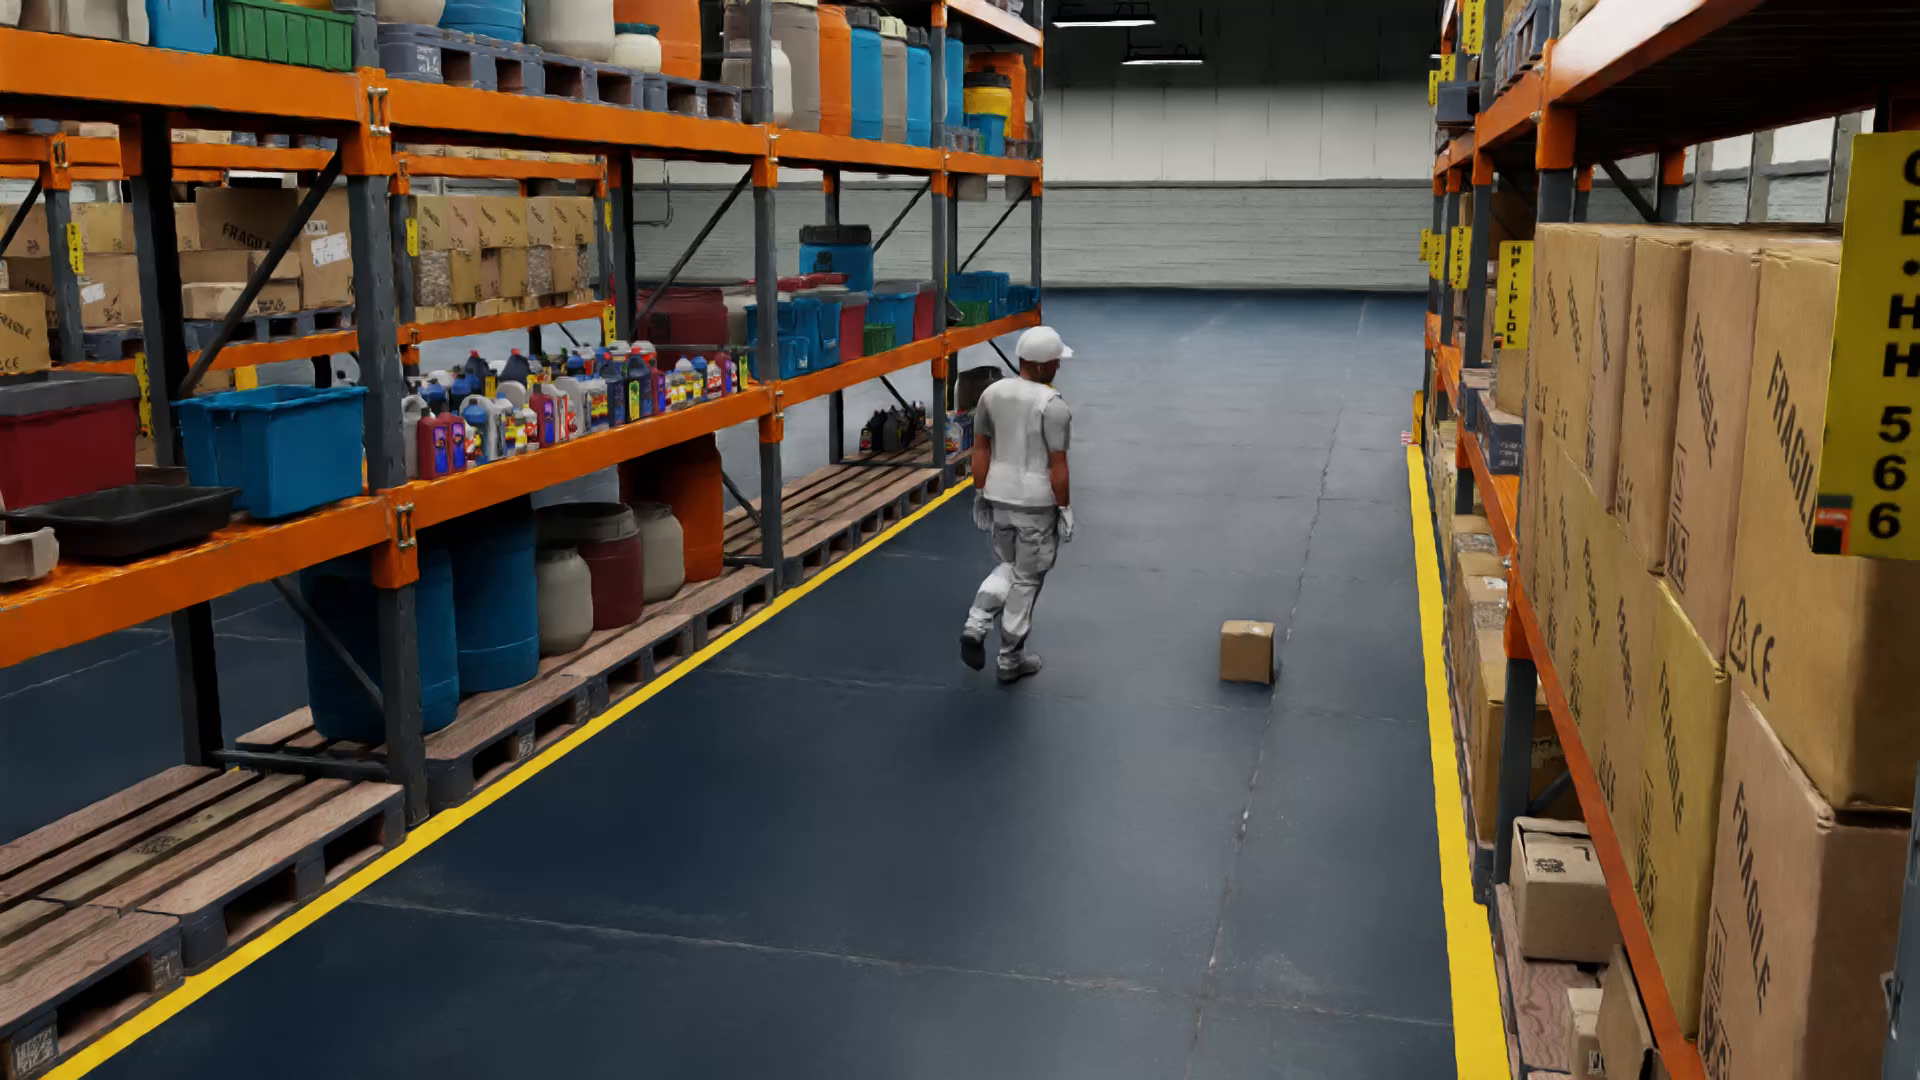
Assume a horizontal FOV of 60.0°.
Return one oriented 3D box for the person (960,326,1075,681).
[{"bbox_3d":[0.311,-0.163,8.129,0.565,1.768,0.501,10,15,41],"label":"person"}]
